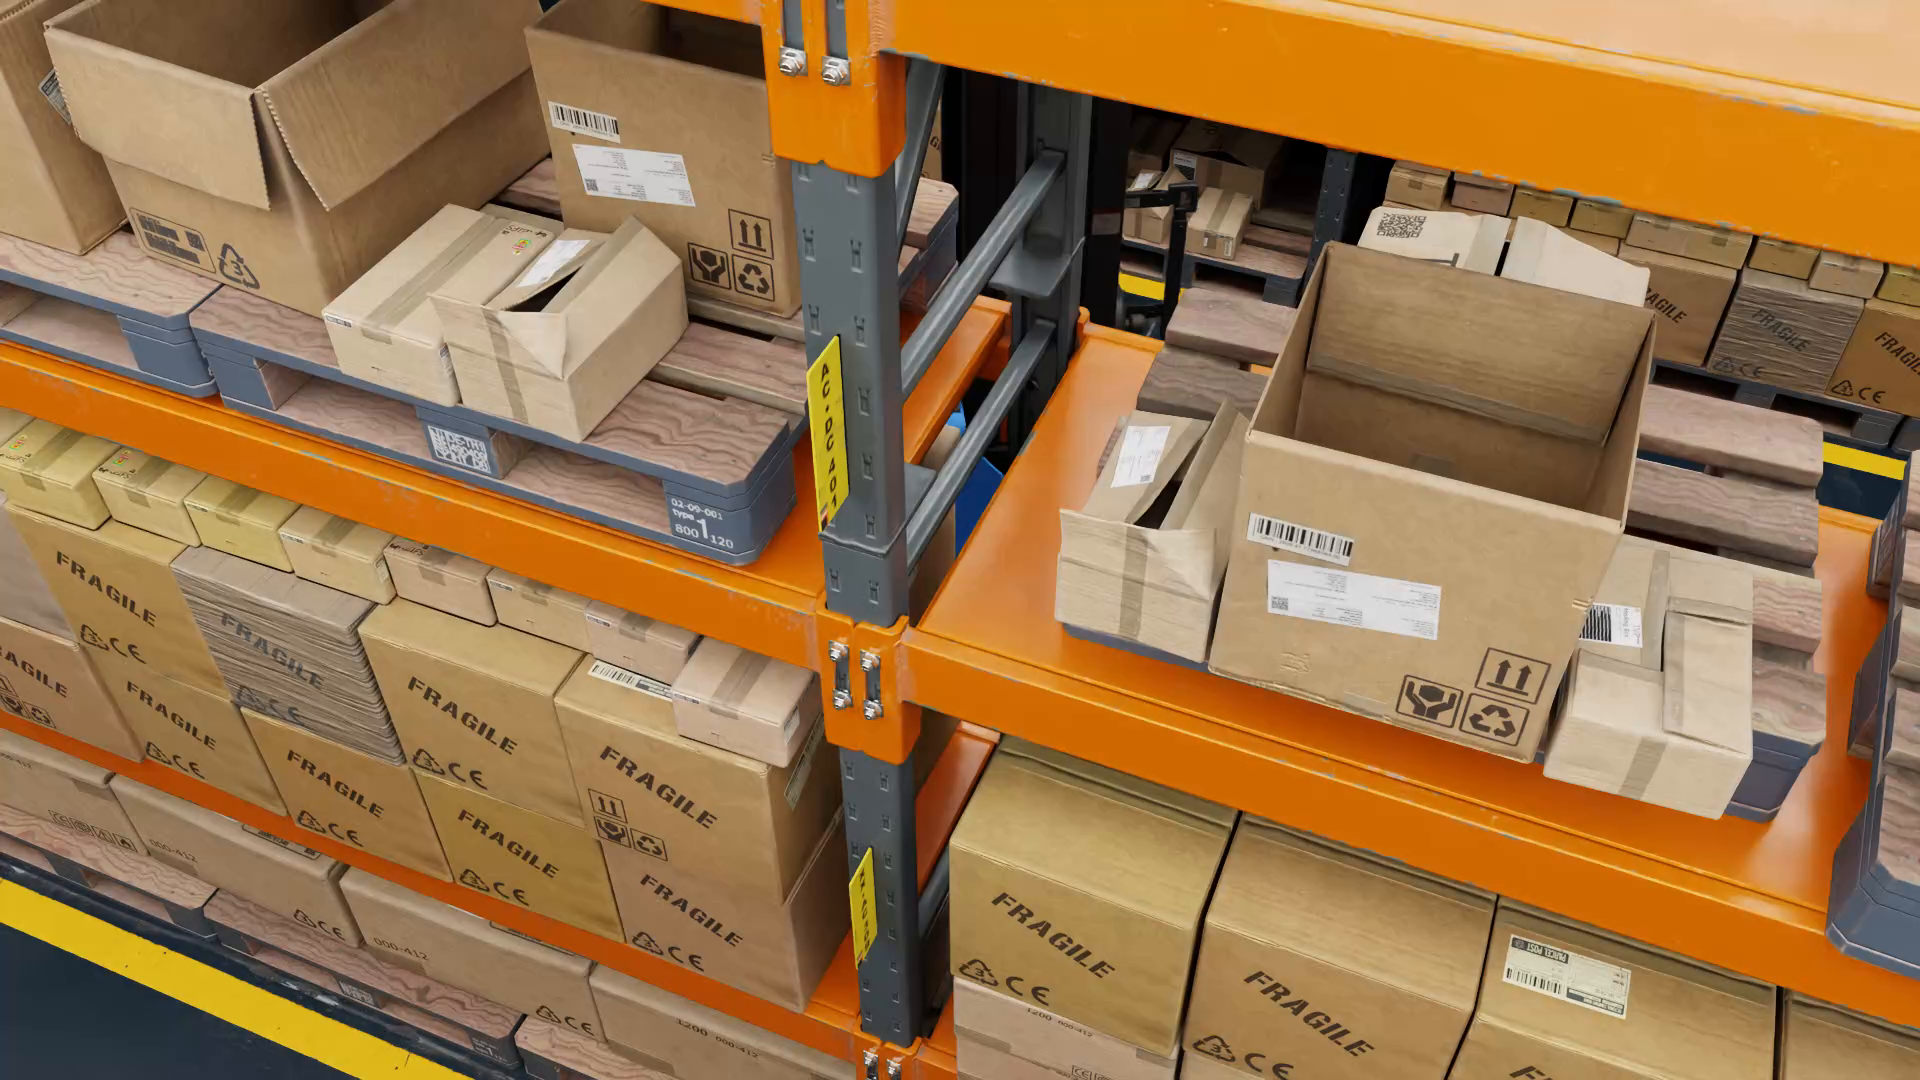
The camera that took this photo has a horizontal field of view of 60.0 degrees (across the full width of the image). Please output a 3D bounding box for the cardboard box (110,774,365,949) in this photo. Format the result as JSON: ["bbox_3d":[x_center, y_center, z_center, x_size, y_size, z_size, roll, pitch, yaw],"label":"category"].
[{"bbox_3d":[-2.187,0.784,5.693,0.875,0.438,0.875,18,47,17],"label":"cardboard box"}]

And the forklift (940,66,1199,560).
[{"bbox_3d":[0.674,-1.113,6.130,3.031,2.935,1.130,-4,45,-4],"label":"forklift"}]

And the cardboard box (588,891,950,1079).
[{"bbox_3d":[-0.529,1.273,5.202,0.875,0.438,0.875,16,47,15],"label":"cardboard box"}]

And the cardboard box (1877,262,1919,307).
[{"bbox_3d":[4.109,-1.177,7.160,0.250,0.149,0.380,16,47,15],"label":"cardboard box"}]

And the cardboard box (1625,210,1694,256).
[{"bbox_3d":[3.146,-1.456,7.440,0.250,0.149,0.380,16,47,16],"label":"cardboard box"}]

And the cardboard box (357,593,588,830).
[{"bbox_3d":[-0.998,0.272,3.909,0.500,0.500,0.500,16,47,15],"label":"cardboard box"}]

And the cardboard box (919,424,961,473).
[{"bbox_3d":[-0.182,-0.121,3.844,0.250,0.149,0.380,16,47,15],"label":"cardboard box"}]

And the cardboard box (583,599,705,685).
[{"bbox_3d":[-0.599,0.115,3.607,0.250,0.149,0.380,17,47,17],"label":"cardboard box"}]

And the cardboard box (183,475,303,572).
[{"bbox_3d":[-1.553,-0.131,3.854,0.250,0.149,0.380,15,47,15],"label":"cardboard box"}]

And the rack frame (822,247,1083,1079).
[{"bbox_3d":[0.009,0.754,4.205,0.127,3.000,1.000,16,47,16],"label":"rack frame"}]

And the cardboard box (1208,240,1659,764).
[{"bbox_3d":[0.711,-0.066,2.533,0.500,0.500,0.500,16,47,15],"label":"cardboard box"}]

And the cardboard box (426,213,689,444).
[{"bbox_3d":[-0.704,-0.411,2.976,0.258,0.266,0.396,18,48,17],"label":"cardboard box"}]

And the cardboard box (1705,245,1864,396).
[{"bbox_3d":[3.707,-1.042,7.484,0.500,0.500,0.500,15,47,14],"label":"cardboard box"}]

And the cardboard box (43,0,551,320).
[{"bbox_3d":[-1.248,-0.876,3.274,0.637,0.503,0.797,20,48,19],"label":"cardboard box"}]

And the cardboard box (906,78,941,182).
[{"bbox_3d":[-0.024,-2.133,8.581,0.500,0.500,0.500,17,47,17],"label":"cardboard box"}]

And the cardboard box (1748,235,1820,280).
[{"bbox_3d":[3.635,-1.332,7.316,0.250,0.149,0.380,17,47,16],"label":"cardboard box"}]

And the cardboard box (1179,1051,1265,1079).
[{"bbox_3d":[0.799,1.056,3.653,0.500,0.250,0.500,17,47,16],"label":"cardboard box"}]

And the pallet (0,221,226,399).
[{"bbox_3d":[-1.864,-0.839,3.742,1.213,0.211,1.003,16,47,16],"label":"pallet"}]

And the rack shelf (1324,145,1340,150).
[{"bbox_3d":[0.071,-2.766,8.253,4.000,0.370,1.077,16,47,16],"label":"rack shelf"}]

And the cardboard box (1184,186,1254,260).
[{"bbox_3d":[1.289,-1.577,8.270,0.250,0.149,0.380,15,47,15],"label":"cardboard box"}]

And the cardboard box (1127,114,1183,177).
[{"bbox_3d":[0.998,-2.068,8.764,0.250,0.149,0.380,16,47,15],"label":"cardboard box"}]

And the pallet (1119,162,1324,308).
[{"bbox_3d":[1.283,-1.677,8.625,1.213,0.211,1.003,16,47,16],"label":"pallet"}]

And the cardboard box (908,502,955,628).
[{"bbox_3d":[-0.337,0.077,4.105,0.500,0.500,0.500,17,47,16],"label":"cardboard box"}]

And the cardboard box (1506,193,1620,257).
[{"bbox_3d":[2.772,-1.325,7.769,0.500,0.500,0.500,16,47,15],"label":"cardboard box"}]

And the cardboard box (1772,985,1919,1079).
[{"bbox_3d":[1.726,1.065,3.112,0.500,0.500,0.500,16,47,15],"label":"cardboard box"}]

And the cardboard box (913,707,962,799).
[{"bbox_3d":[-0.323,0.420,4.469,0.500,0.500,0.500,18,48,17],"label":"cardboard box"}]

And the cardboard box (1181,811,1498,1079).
[{"bbox_3d":[0.785,0.791,3.388,0.500,0.500,0.500,16,47,16],"label":"cardboard box"}]

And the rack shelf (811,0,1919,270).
[{"bbox_3d":[1.855,-0.433,1.938,4.000,0.370,1.077,16,47,16],"label":"rack shelf"}]

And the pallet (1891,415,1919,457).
[{"bbox_3d":[4.934,-0.631,7.574,1.213,0.211,1.003,16,47,16],"label":"pallet"}]

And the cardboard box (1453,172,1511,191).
[{"bbox_3d":[2.404,-1.767,7.541,0.250,0.149,0.380,14,47,14],"label":"cardboard box"}]

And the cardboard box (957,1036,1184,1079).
[{"bbox_3d":[0.314,1.098,3.965,0.500,0.250,0.500,15,47,15],"label":"cardboard box"}]

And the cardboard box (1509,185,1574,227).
[{"bbox_3d":[2.672,-1.613,7.598,0.250,0.149,0.380,14,47,14],"label":"cardboard box"}]

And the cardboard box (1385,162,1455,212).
[{"bbox_3d":[2.145,-1.700,7.686,0.250,0.149,0.380,19,48,18],"label":"cardboard box"}]

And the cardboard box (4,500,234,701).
[{"bbox_3d":[-1.931,-0.001,4.184,0.500,0.500,0.500,17,47,16],"label":"cardboard box"}]

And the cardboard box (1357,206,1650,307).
[{"bbox_3d":[0.903,-0.324,2.927,0.500,0.311,0.500,16,47,16],"label":"cardboard box"}]

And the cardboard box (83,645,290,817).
[{"bbox_3d":[-1.941,0.344,4.546,0.500,0.500,0.500,18,48,17],"label":"cardboard box"}]

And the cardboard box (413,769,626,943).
[{"bbox_3d":[-0.994,0.623,4.266,0.500,0.500,0.500,15,47,15],"label":"cardboard box"}]

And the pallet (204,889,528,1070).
[{"bbox_3d":[-1.793,1.155,5.779,1.213,0.211,1.003,16,47,16],"label":"pallet"}]

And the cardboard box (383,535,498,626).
[{"bbox_3d":[-1.066,-0.016,3.739,0.250,0.149,0.380,16,47,16],"label":"cardboard box"}]

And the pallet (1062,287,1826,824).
[{"bbox_3d":[0.874,-0.025,2.996,1.217,0.209,0.805,15,47,14],"label":"pallet"}]

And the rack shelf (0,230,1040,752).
[{"bbox_3d":[-1.837,-0.598,3.946,4.000,0.370,1.077,16,47,16],"label":"rack shelf"}]

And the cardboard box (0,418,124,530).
[{"bbox_3d":[-2.046,-0.227,3.951,0.250,0.149,0.380,15,47,15],"label":"cardboard box"}]

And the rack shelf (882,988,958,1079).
[{"bbox_3d":[1.855,1.552,3.913,4.000,0.370,1.077,16,47,16],"label":"rack shelf"}]

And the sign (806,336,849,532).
[{"bbox_3d":[-0.203,-0.159,2.573,0.005,0.325,0.100,16,47,16],"label":"sign"}]
